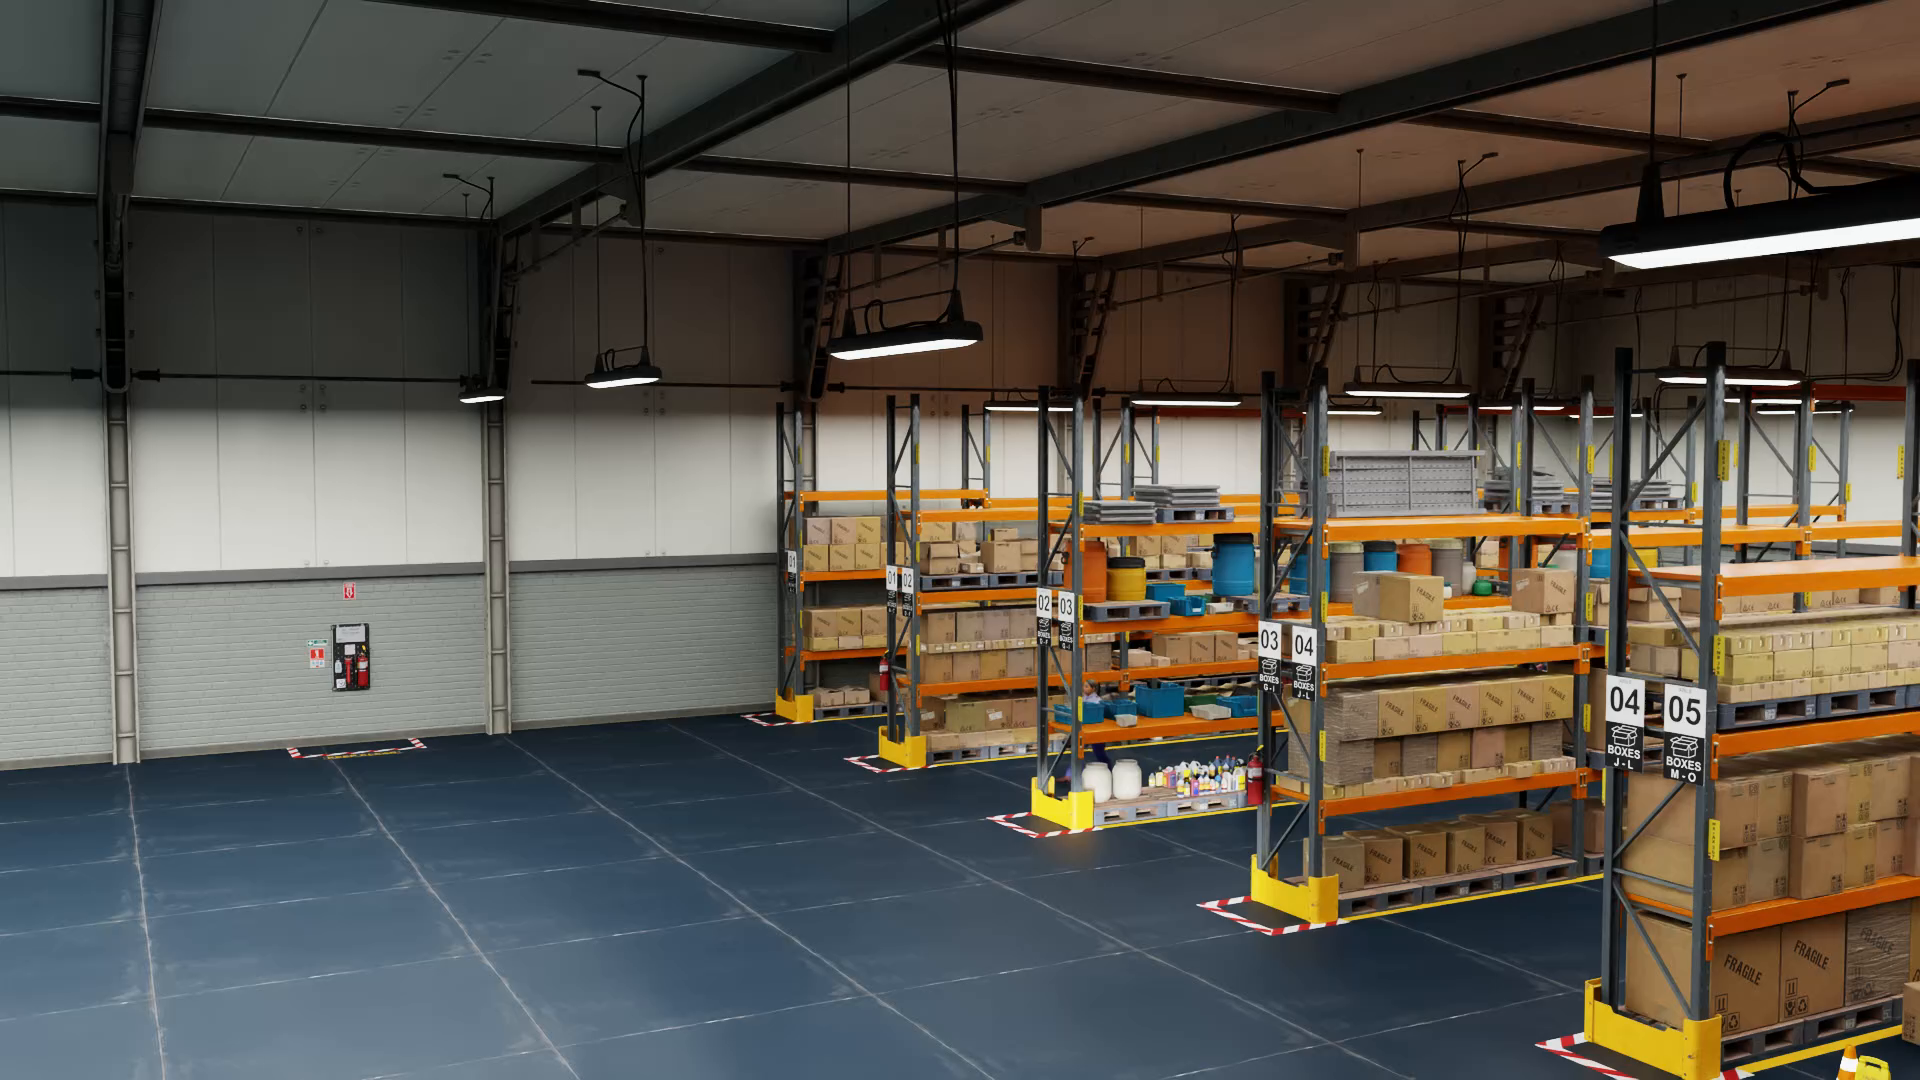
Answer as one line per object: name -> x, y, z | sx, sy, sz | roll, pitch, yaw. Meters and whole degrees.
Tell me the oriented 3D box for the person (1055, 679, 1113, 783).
person -> 1.931, 2.914, 25.289 | 0.939, 1.596, 0.491 | -2, 4, -27
